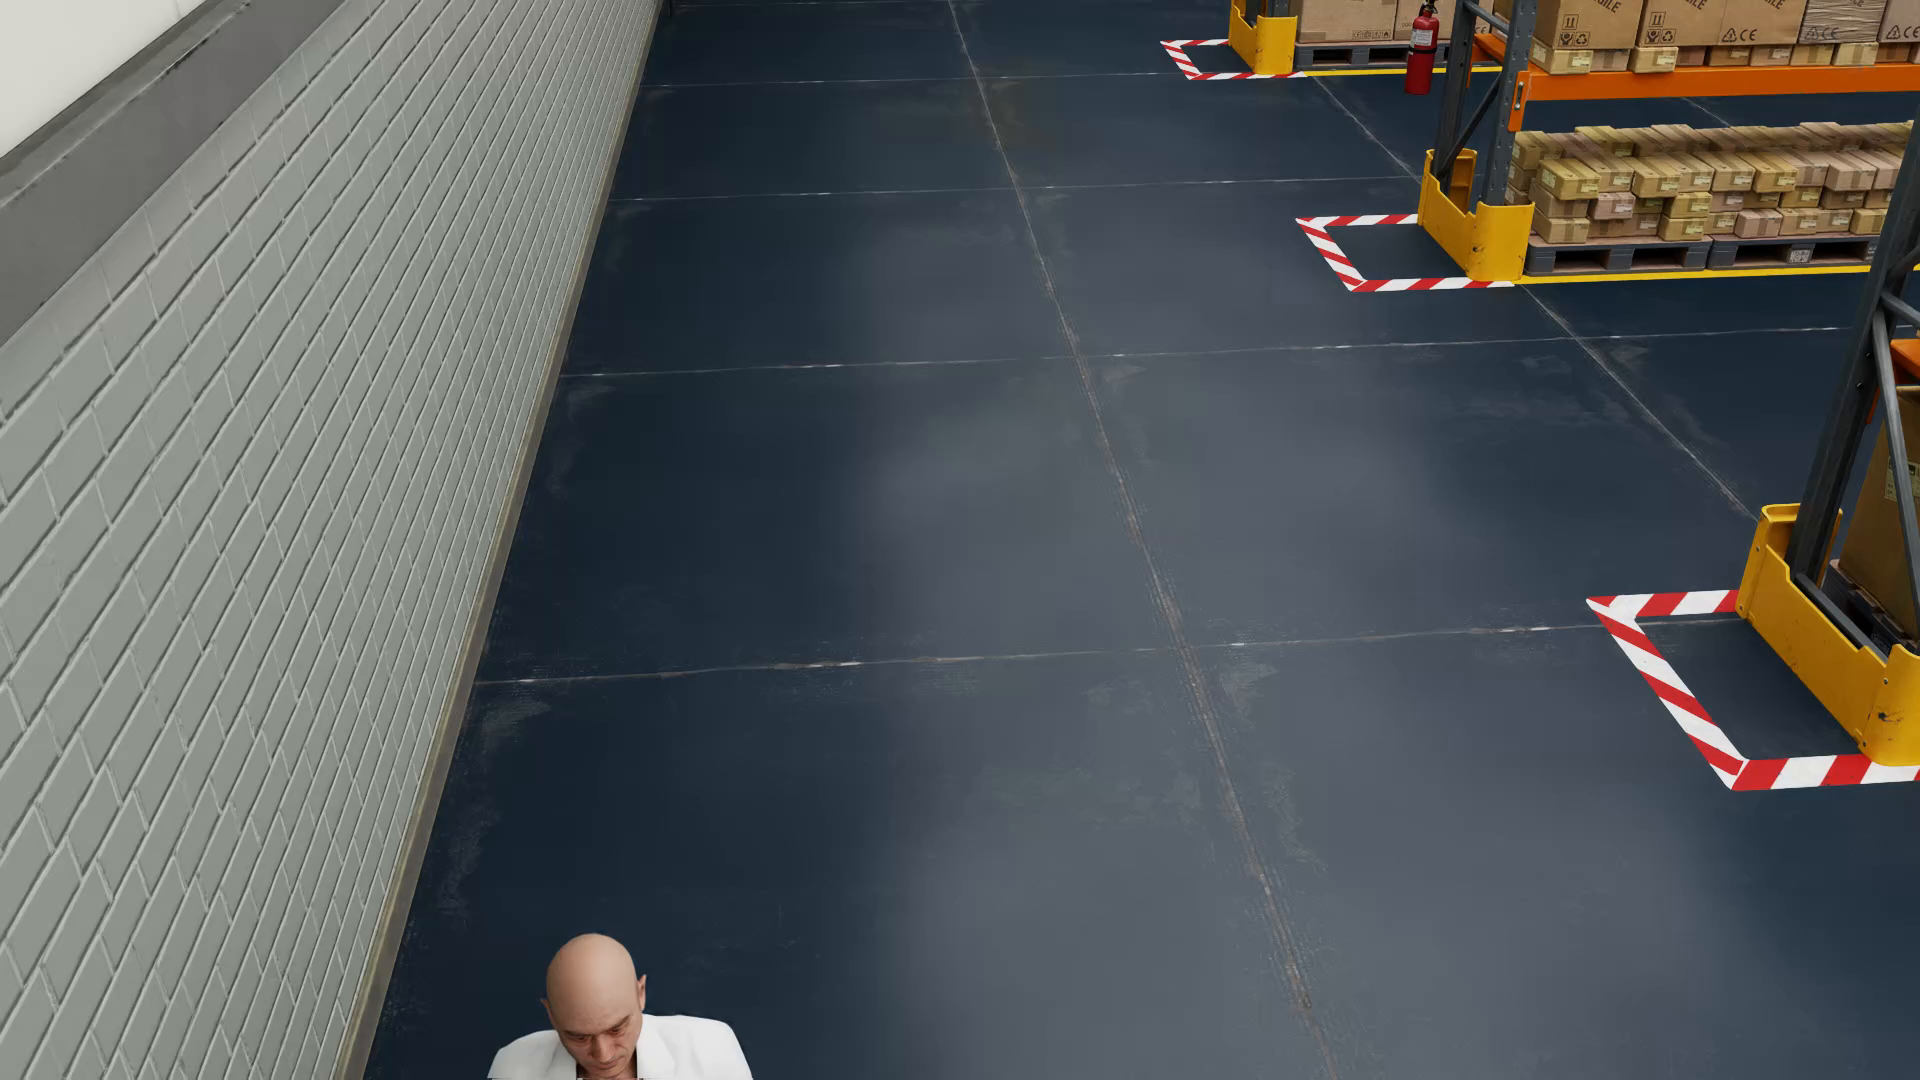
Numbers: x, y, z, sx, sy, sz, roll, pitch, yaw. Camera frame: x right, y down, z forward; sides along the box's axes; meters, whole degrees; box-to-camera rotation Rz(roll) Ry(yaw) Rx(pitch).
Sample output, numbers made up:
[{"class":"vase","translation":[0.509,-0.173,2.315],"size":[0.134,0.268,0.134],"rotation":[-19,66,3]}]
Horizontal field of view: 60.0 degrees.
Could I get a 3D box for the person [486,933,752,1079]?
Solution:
[{"class":"person","translation":[-0.668,1.587,3.444],"size":[0.601,1.781,0.625],"rotation":[-3,31,-5]}]
